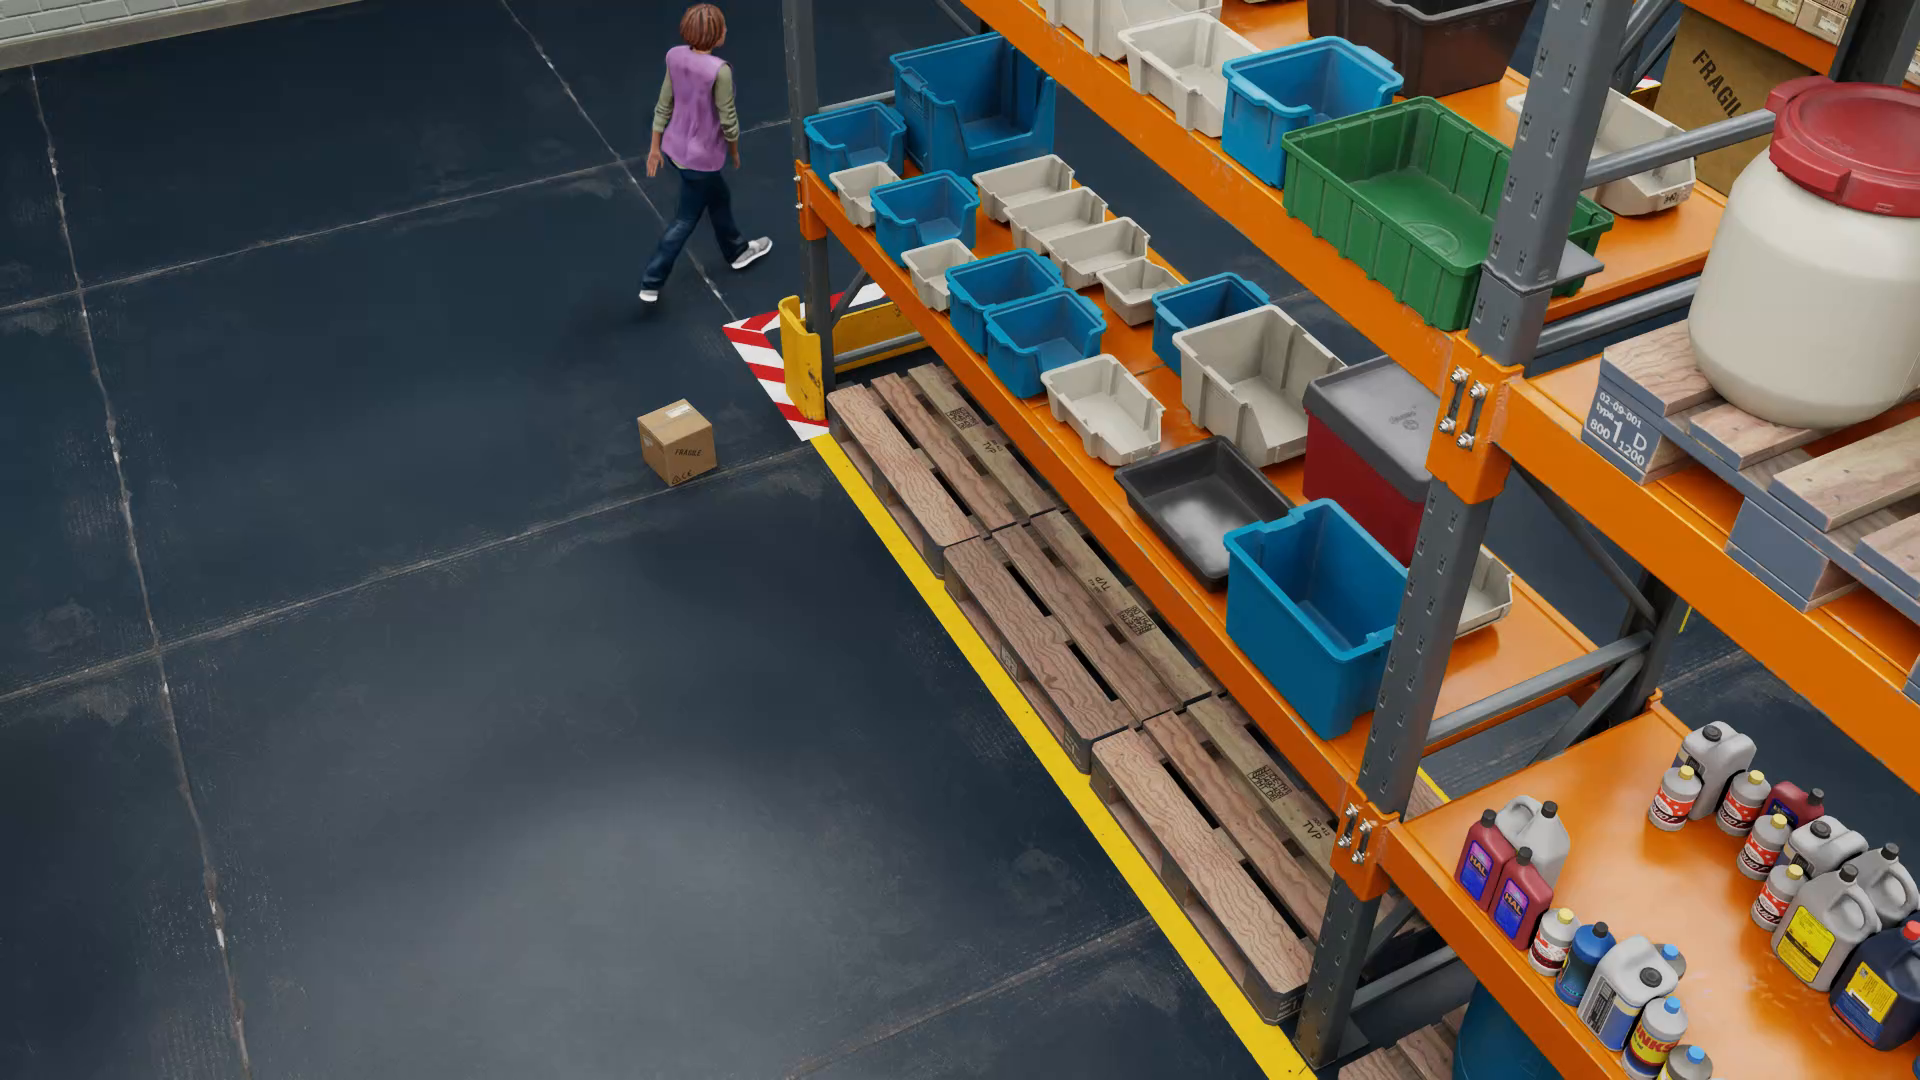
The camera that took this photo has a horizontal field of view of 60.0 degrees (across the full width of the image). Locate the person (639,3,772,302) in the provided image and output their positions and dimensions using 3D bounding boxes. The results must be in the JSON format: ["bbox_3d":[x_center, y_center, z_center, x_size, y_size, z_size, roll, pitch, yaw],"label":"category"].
[{"bbox_3d":[-1.302,-1.925,8.330,0.459,1.531,0.877,32,51,31],"label":"person"}]
